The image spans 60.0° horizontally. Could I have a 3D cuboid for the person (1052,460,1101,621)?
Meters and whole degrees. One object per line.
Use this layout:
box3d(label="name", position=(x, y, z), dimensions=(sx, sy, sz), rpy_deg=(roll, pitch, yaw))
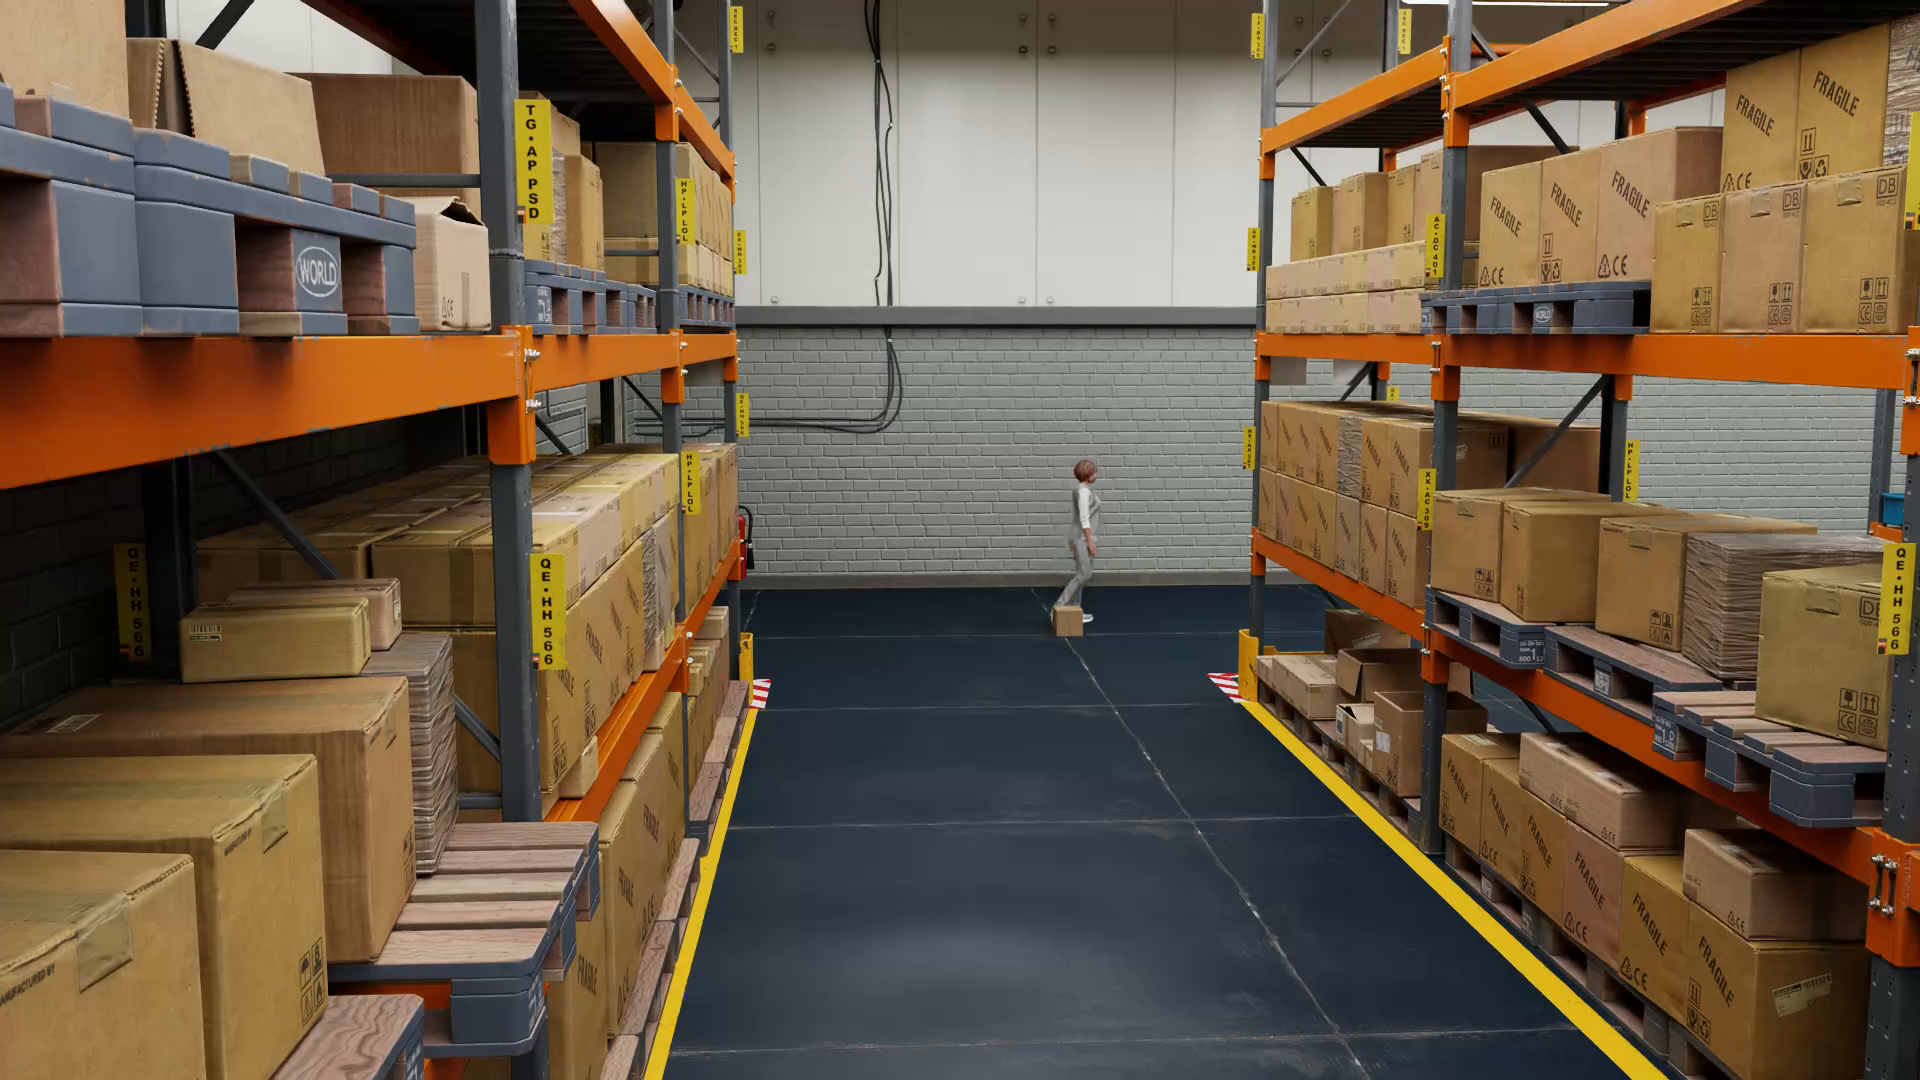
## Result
box3d(label="person", position=(1.124, 0.029, 16.044), dimensions=(0.474, 1.590, 0.597), rpy_deg=(0, 7, 1))
